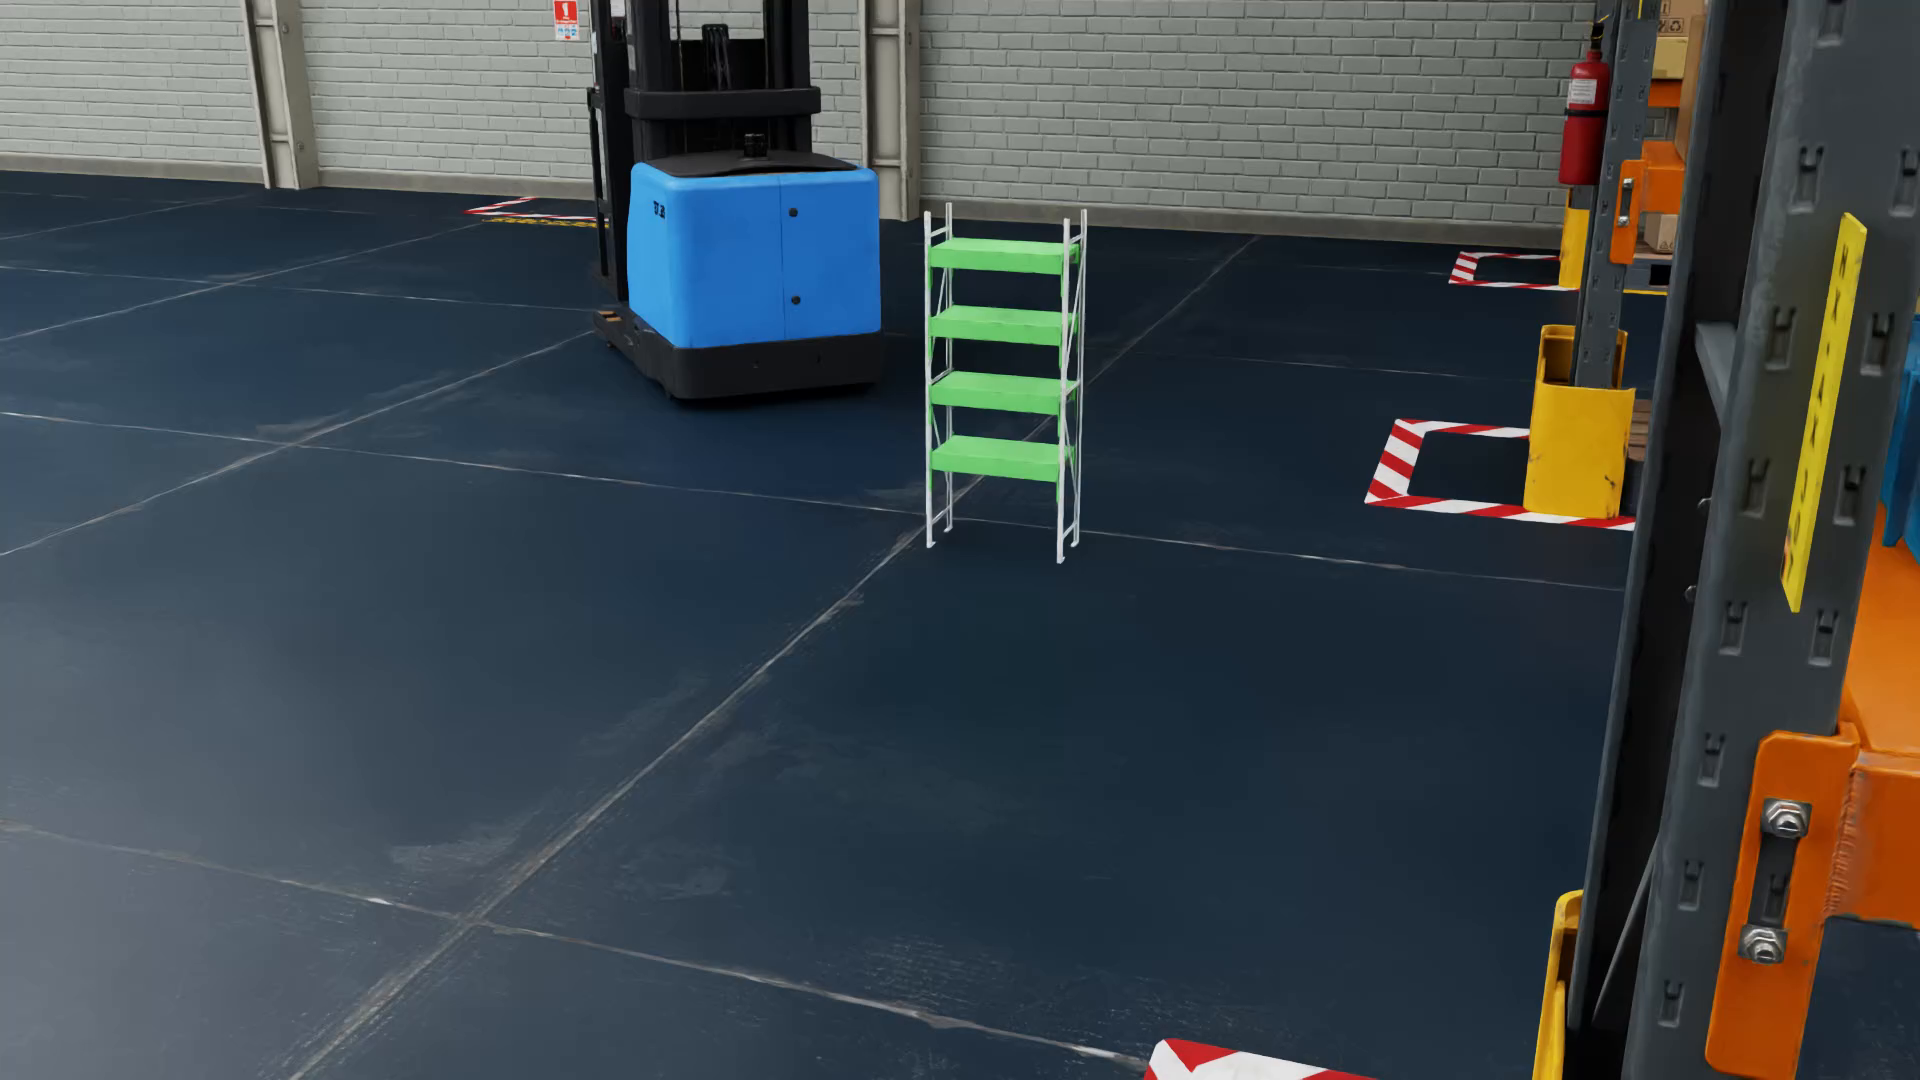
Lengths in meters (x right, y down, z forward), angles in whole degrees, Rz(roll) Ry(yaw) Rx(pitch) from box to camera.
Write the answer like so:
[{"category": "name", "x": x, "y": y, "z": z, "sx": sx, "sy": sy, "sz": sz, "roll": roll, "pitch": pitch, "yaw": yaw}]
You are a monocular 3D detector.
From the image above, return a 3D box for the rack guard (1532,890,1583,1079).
[{"category": "rack guard", "x": 0.997, "y": 1.028, "z": 2.366, "sx": 0.348, "sy": 0.500, "sz": 1.175, "roll": 7, "pitch": 20, "yaw": 18}]

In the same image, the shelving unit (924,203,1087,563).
[{"category": "shelving unit", "x": 0.156, "y": -0.549, "z": 5.827, "sx": 0.503, "sy": 1.200, "sz": 0.258, "roll": 7, "pitch": 20, "yaw": 18}]

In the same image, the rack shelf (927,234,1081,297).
[{"category": "rack shelf", "x": 0.156, "y": -0.942, "z": 5.690, "sx": 0.480, "sy": 0.148, "sz": 0.258, "roll": 7, "pitch": 20, "yaw": 18}]

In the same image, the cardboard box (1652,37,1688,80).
[{"category": "cardboard box", "x": 4.518, "y": -3.013, "z": 10.360, "sx": 0.500, "sy": 0.250, "sz": 0.500, "roll": 6, "pitch": 20, "yaw": 16}]

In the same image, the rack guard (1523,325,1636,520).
[{"category": "rack guard", "x": 2.516, "y": -0.507, "z": 6.773, "sx": 0.348, "sy": 0.500, "sz": 1.175, "roll": 7, "pitch": 20, "yaw": 18}]

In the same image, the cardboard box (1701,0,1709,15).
[{"category": "cardboard box", "x": 2.962, "y": -2.057, "z": 6.282, "sx": 0.250, "sy": 0.149, "sz": 0.380, "roll": 6, "pitch": 20, "yaw": 17}]

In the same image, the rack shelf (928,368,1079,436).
[{"category": "rack shelf", "x": 0.156, "y": -0.488, "z": 5.848, "sx": 0.480, "sy": 0.148, "sz": 0.258, "roll": 7, "pitch": 20, "yaw": 18}]

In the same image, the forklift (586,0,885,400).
[{"category": "forklift", "x": -1.403, "y": -2.486, "z": 8.756, "sx": 1.130, "sy": 2.935, "sz": 3.031, "roll": -8, "pitch": 21, "yaw": -21}]

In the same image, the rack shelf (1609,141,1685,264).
[{"category": "rack shelf", "x": 4.428, "y": -1.130, "z": 5.852, "sx": 4.000, "sy": 0.370, "sz": 1.077, "roll": 7, "pitch": 20, "yaw": 18}]

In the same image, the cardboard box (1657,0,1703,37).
[{"category": "cardboard box", "x": 4.513, "y": -3.374, "z": 10.255, "sx": 0.500, "sy": 0.500, "sz": 0.500, "roll": 7, "pitch": 20, "yaw": 18}]

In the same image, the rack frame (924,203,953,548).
[{"category": "rack frame", "x": -0.074, "y": -0.575, "z": 5.903, "sx": 0.015, "sy": 1.200, "sz": 0.240, "roll": 7, "pitch": 20, "yaw": 18}]

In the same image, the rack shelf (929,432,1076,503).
[{"category": "rack shelf", "x": 0.156, "y": -0.262, "z": 5.927, "sx": 0.480, "sy": 0.148, "sz": 0.258, "roll": 7, "pitch": 20, "yaw": 18}]

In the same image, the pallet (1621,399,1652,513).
[{"category": "pallet", "x": 3.275, "y": -0.299, "z": 6.613, "sx": 1.213, "sy": 0.211, "sz": 1.003, "roll": 7, "pitch": 20, "yaw": 18}]

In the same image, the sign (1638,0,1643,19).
[{"category": "sign", "x": 2.351, "y": -1.960, "z": 5.705, "sx": 0.005, "sy": 0.325, "sz": 0.100, "roll": 7, "pitch": 20, "yaw": 18}]

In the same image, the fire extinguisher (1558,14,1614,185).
[{"category": "fire extinguisher", "x": 2.580, "y": -1.806, "z": 6.817, "sx": 0.183, "sy": 0.674, "sz": 0.296, "roll": 7, "pitch": 20, "yaw": 18}]

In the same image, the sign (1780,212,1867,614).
[{"category": "sign", "x": 0.725, "y": -0.106, "z": 1.402, "sx": 0.005, "sy": 0.325, "sz": 0.100, "roll": 7, "pitch": 20, "yaw": 18}]

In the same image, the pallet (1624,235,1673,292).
[{"category": "pallet", "x": 4.989, "y": -1.802, "z": 10.926, "sx": 1.213, "sy": 0.211, "sz": 1.003, "roll": 7, "pitch": 20, "yaw": 18}]

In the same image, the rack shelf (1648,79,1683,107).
[{"category": "rack shelf", "x": 6.050, "y": -2.670, "z": 10.272, "sx": 4.000, "sy": 0.370, "sz": 1.077, "roll": 7, "pitch": 20, "yaw": 18}]

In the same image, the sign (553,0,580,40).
[{"category": "sign", "x": -3.372, "y": -4.455, "z": 14.245, "sx": 0.234, "sy": 0.329, "sz": 0.001, "roll": 7, "pitch": 20, "yaw": 18}]

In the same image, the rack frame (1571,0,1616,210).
[{"category": "rack frame", "x": 4.161, "y": -3.226, "z": 10.773, "sx": 0.127, "sy": 3.000, "sz": 1.000, "roll": 7, "pitch": 20, "yaw": 18}]

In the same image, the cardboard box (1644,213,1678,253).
[{"category": "cardboard box", "x": 4.785, "y": -2.061, "z": 10.849, "sx": 0.500, "sy": 0.311, "sz": 0.500, "roll": 4, "pitch": 20, "yaw": 12}]

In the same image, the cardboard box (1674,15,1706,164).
[{"category": "cardboard box", "x": 2.976, "y": -1.678, "z": 6.181, "sx": 0.500, "sy": 0.500, "sz": 0.700, "roll": 7, "pitch": 20, "yaw": 18}]

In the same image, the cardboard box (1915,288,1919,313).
[{"category": "cardboard box", "x": 3.445, "y": -0.759, "z": 6.096, "sx": 0.500, "sy": 0.500, "sz": 0.500, "roll": 7, "pitch": 20, "yaw": 18}]

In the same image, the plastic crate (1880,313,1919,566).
[{"category": "plastic crate", "x": 1.481, "y": -0.114, "z": 2.073, "sx": 0.616, "sy": 0.251, "sz": 0.499, "roll": 7, "pitch": 20, "yaw": 18}]

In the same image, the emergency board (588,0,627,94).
[{"category": "emergency board", "x": -2.883, "y": -4.346, "z": 13.987, "sx": 0.643, "sy": 1.169, "sz": 0.194, "roll": 7, "pitch": 20, "yaw": 18}]

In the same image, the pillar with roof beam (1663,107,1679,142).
[{"category": "pillar with roof beam", "x": 3.693, "y": -4.914, "z": 6.501, "sx": 0.400, "sy": 9.000, "sz": 9.100, "roll": 7, "pitch": 20, "yaw": 18}]

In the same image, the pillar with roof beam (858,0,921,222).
[{"category": "pillar with roof beam", "x": -1.974, "y": -5.562, "z": 8.360, "sx": 0.400, "sy": 9.000, "sz": 9.100, "roll": 7, "pitch": 20, "yaw": 18}]

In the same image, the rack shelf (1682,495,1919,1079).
[{"category": "rack shelf", "x": 2.799, "y": 0.410, "z": 1.435, "sx": 4.000, "sy": 0.370, "sz": 1.077, "roll": 7, "pitch": 20, "yaw": 18}]

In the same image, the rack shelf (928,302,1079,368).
[{"category": "rack shelf", "x": 0.156, "y": -0.715, "z": 5.769, "sx": 0.480, "sy": 0.148, "sz": 0.258, "roll": 7, "pitch": 20, "yaw": 18}]

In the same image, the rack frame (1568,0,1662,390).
[{"category": "rack frame", "x": 2.539, "y": -1.685, "z": 6.354, "sx": 0.127, "sy": 3.000, "sz": 1.000, "roll": 7, "pitch": 20, "yaw": 18}]

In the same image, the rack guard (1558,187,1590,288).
[{"category": "rack guard", "x": 4.233, "y": -2.037, "z": 11.161, "sx": 0.348, "sy": 0.500, "sz": 1.175, "roll": 7, "pitch": 20, "yaw": 18}]

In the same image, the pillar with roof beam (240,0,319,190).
[{"category": "pillar with roof beam", "x": -7.642, "y": -6.210, "z": 10.219, "sx": 0.400, "sy": 9.000, "sz": 9.100, "roll": 7, "pitch": 20, "yaw": 18}]

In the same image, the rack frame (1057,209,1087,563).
[{"category": "rack frame", "x": 0.387, "y": -0.522, "z": 5.752, "sx": 0.015, "sy": 1.200, "sz": 0.240, "roll": 7, "pitch": 20, "yaw": 18}]
